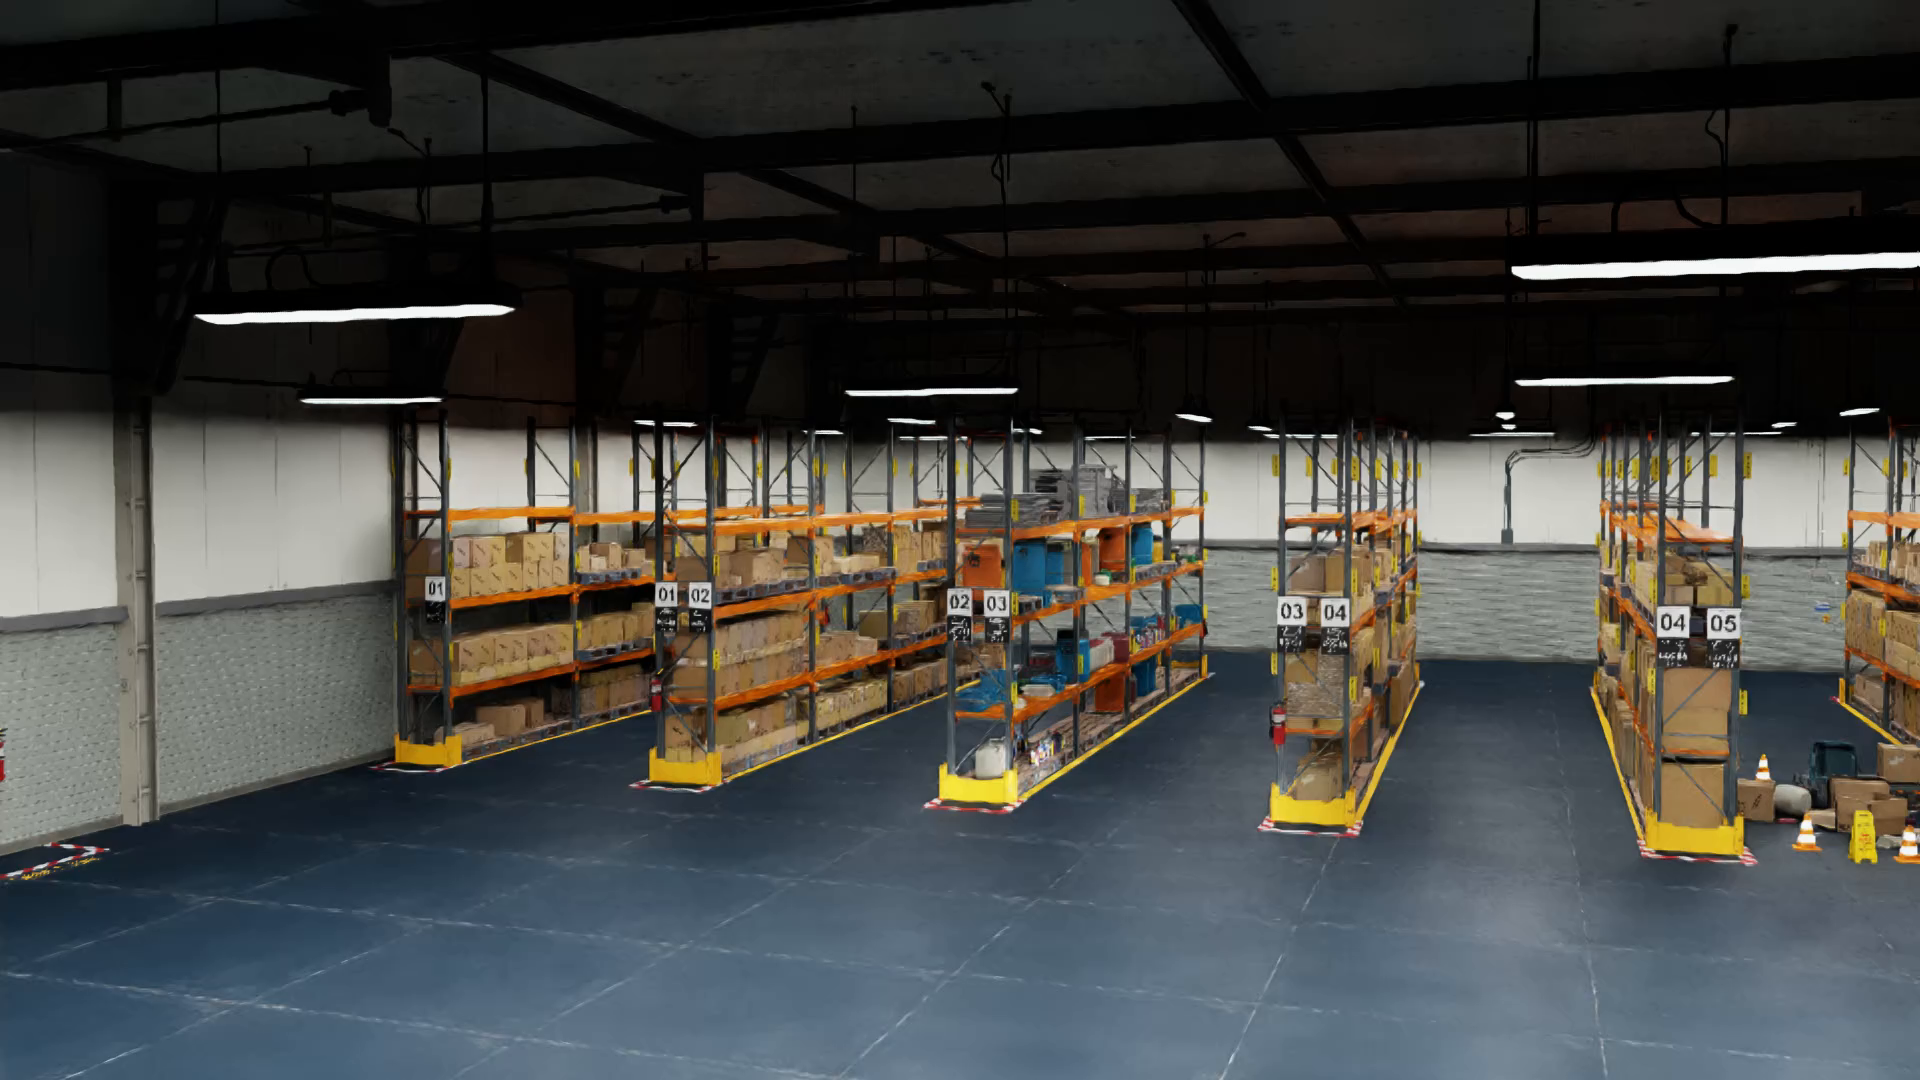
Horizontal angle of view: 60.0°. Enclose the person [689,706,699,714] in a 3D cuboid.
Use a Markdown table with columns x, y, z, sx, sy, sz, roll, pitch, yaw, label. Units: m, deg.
| x | y | z | sx | sy | sz | roll | pitch | yaw | label |
| --- | --- | --- | --- | --- | --- | --- | --- | --- | --- |
| -4.838 | 2.784 | 30.522 | 0.614 | 1.784 | 0.497 | -2 | 3 | -41 | person |
